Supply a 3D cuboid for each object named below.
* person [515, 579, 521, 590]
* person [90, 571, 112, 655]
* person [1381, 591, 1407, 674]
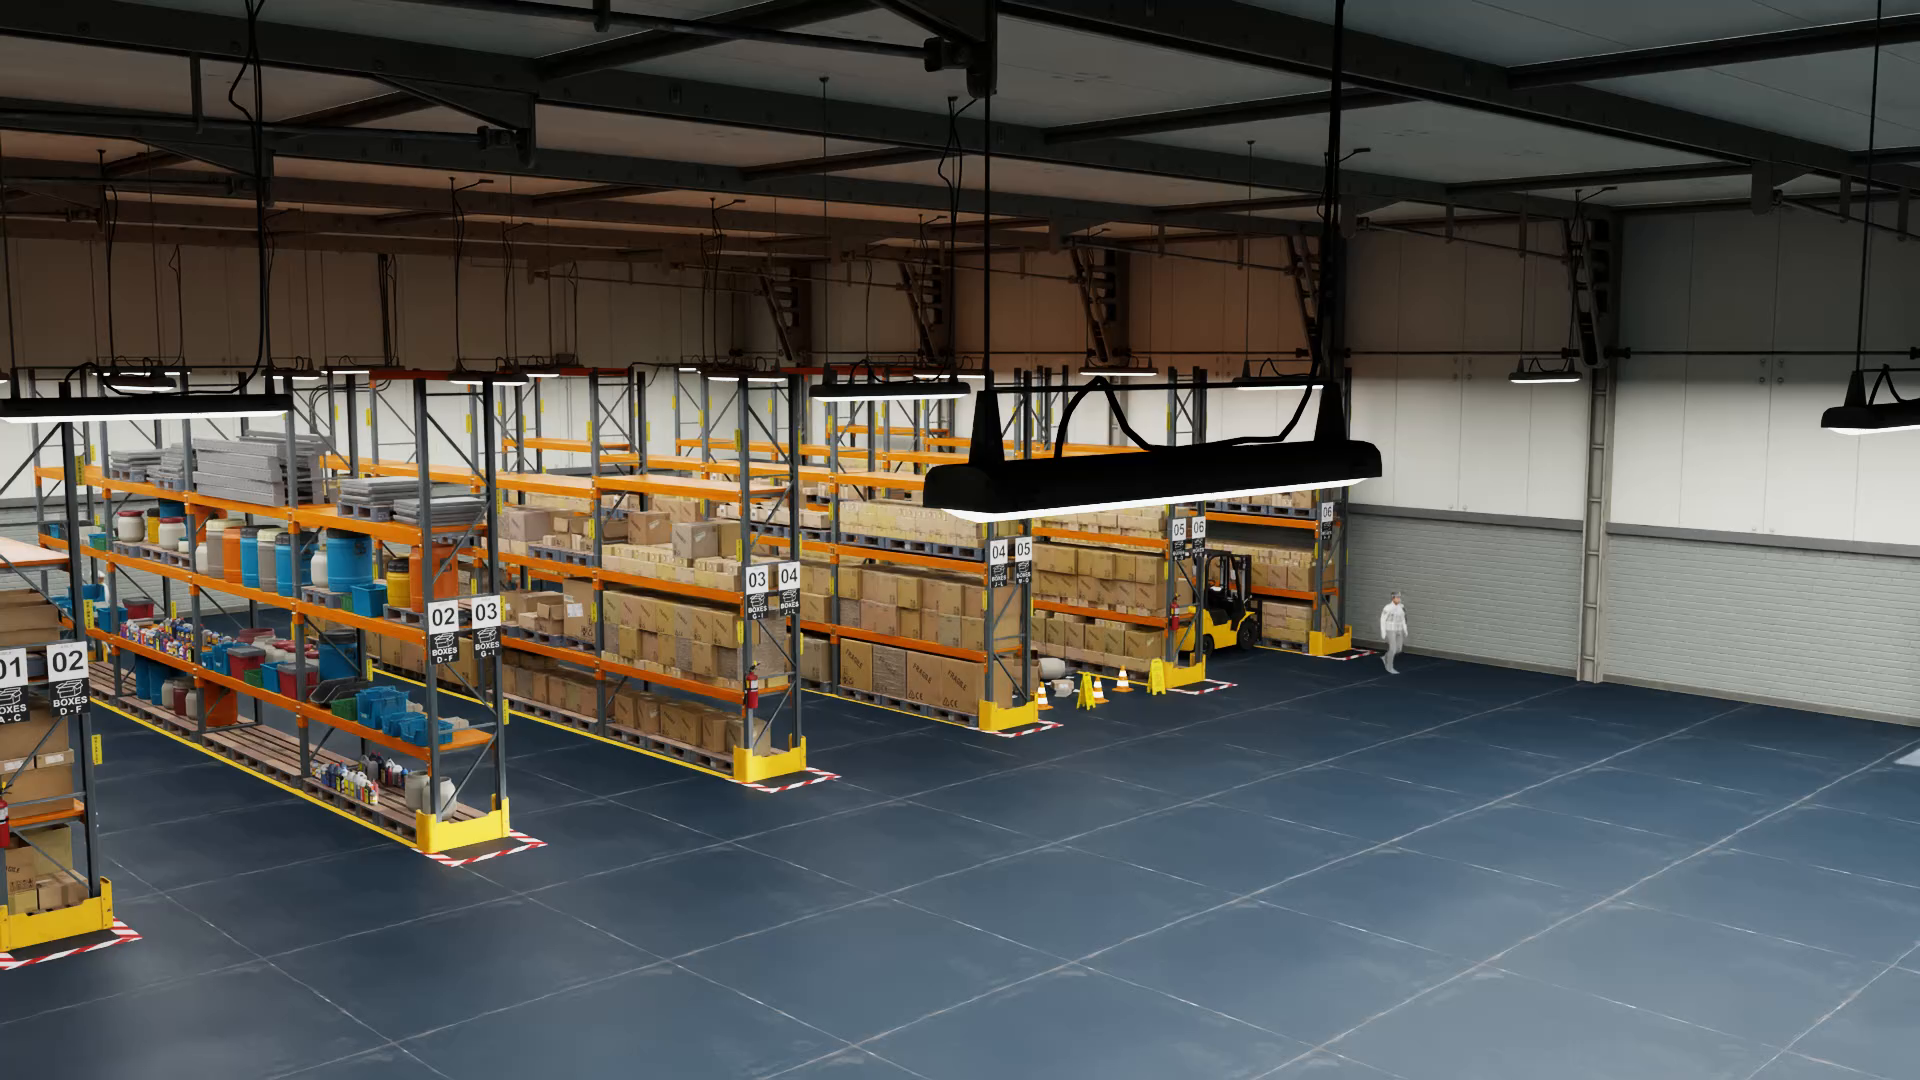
[{"bbox_3d":[-8.723,1.688,33.502,0.800,1.794,0.620,5,8,35],"label":"person"},{"bbox_3d":[-18.030,1.514,34.930,1.087,1.738,0.674,4,8,31],"label":"person"},{"bbox_3d":[8.549,1.797,32.991,0.560,1.661,0.557,-4,7,-30],"label":"person"}]
